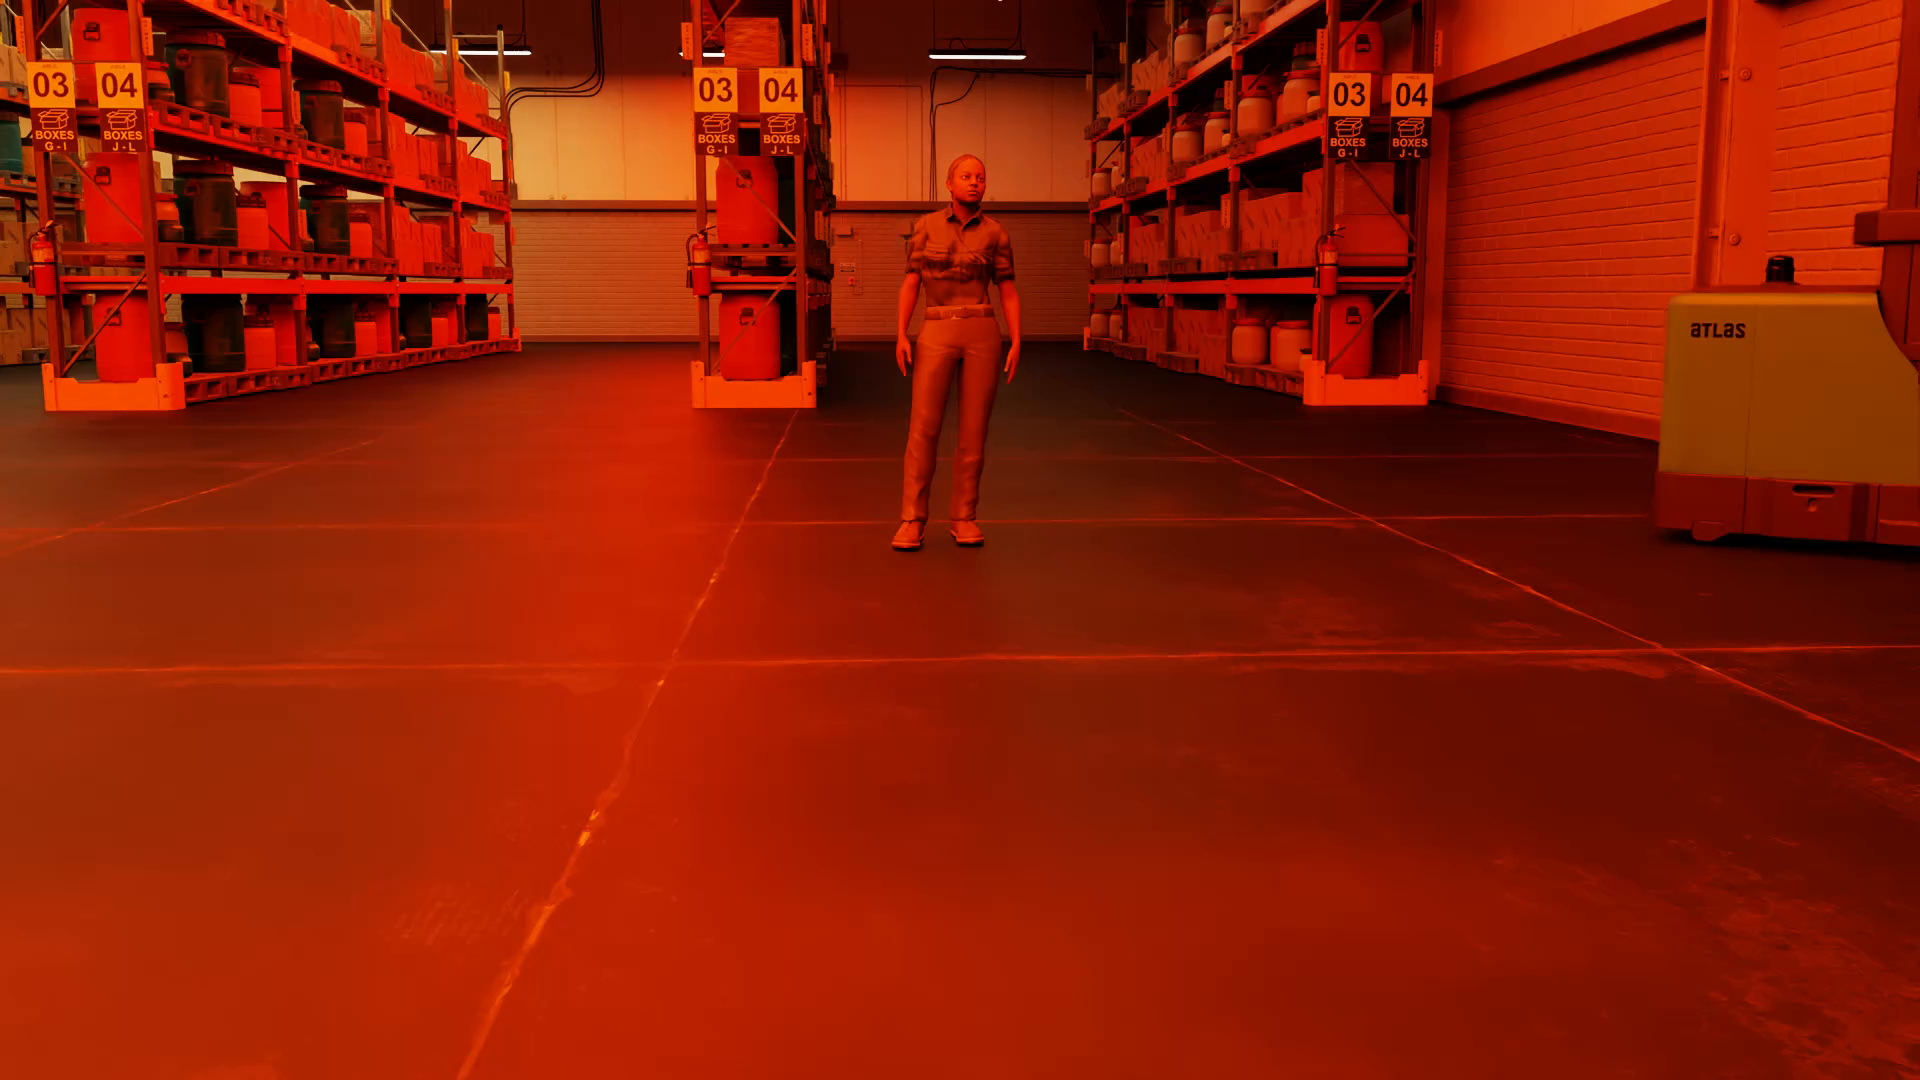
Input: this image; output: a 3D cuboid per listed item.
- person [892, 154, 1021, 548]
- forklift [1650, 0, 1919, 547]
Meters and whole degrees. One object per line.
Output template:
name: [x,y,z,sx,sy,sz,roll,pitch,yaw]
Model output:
person: [-0.015,-0.812,7.100,0.569,1.654,0.504,-1,8,-4]
forklift: [4.534,-1.383,6.645,3.031,2.935,1.130,5,10,31]
